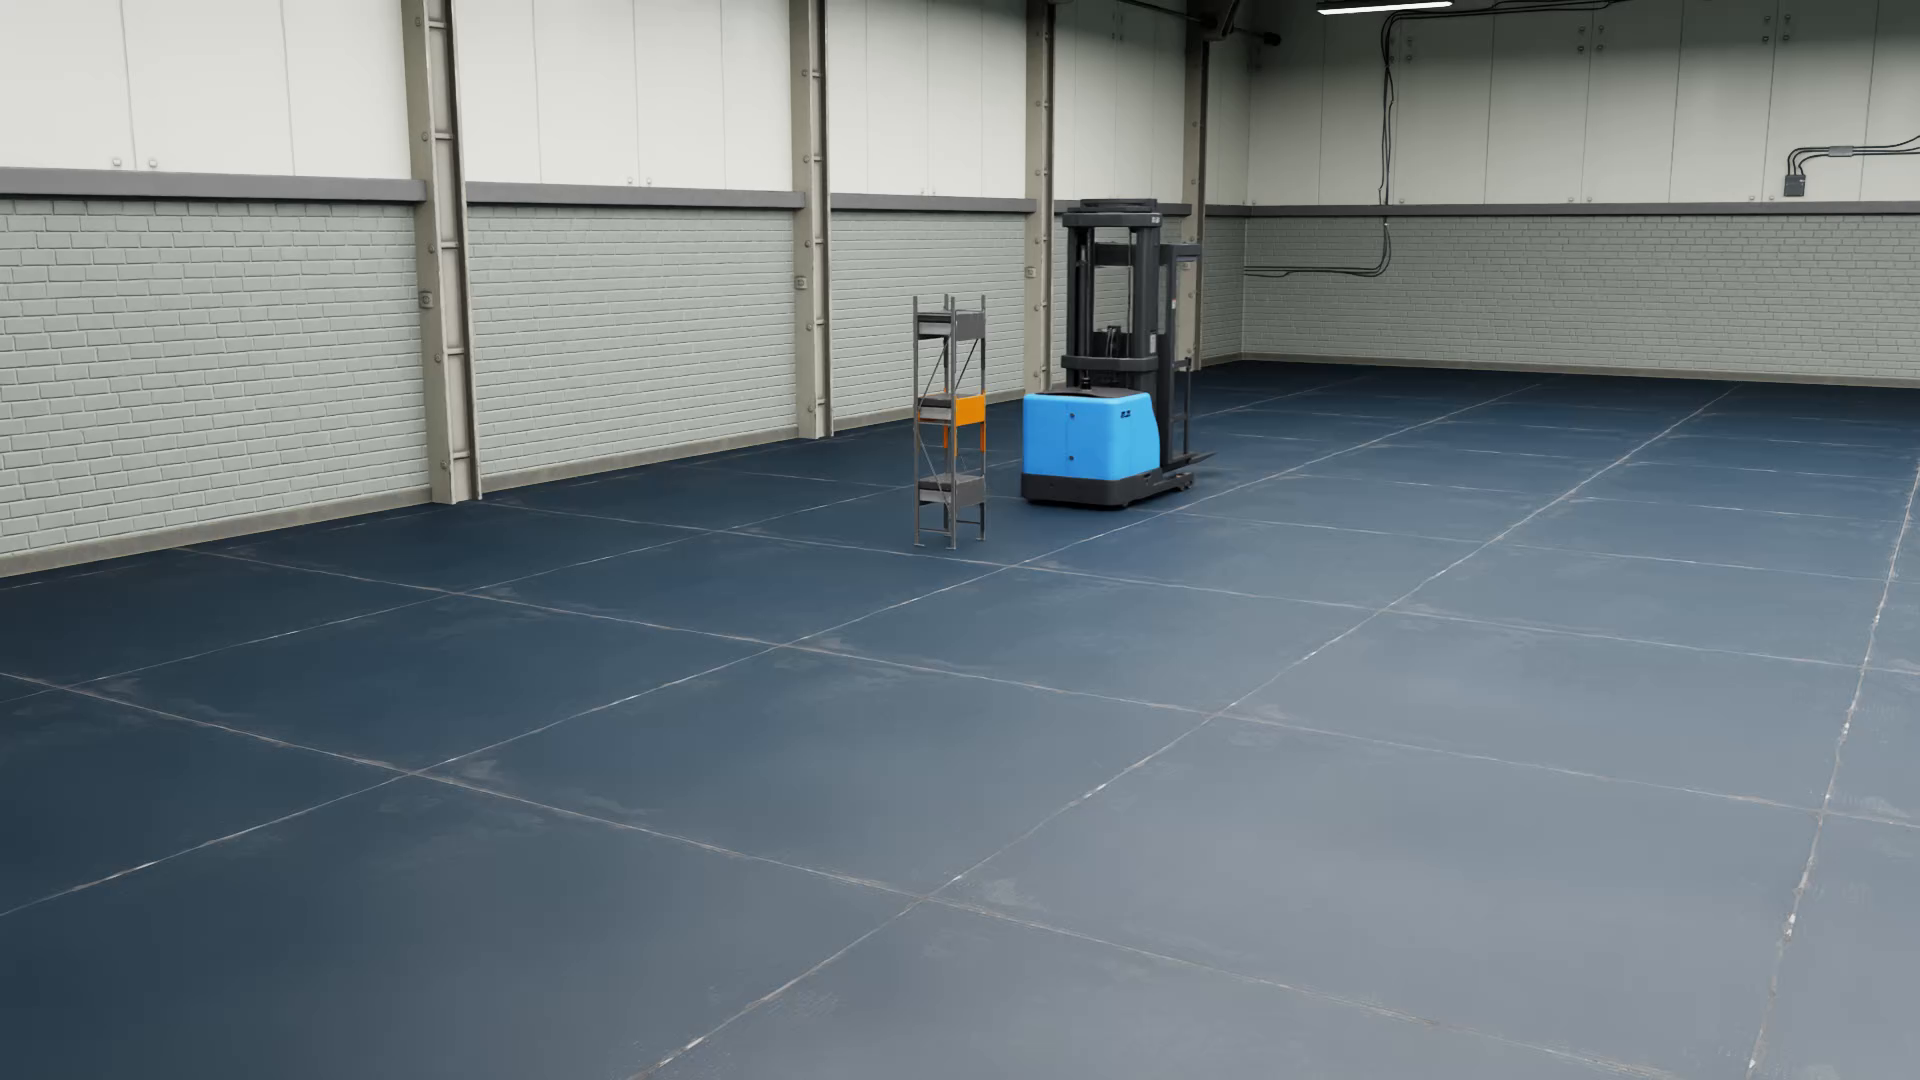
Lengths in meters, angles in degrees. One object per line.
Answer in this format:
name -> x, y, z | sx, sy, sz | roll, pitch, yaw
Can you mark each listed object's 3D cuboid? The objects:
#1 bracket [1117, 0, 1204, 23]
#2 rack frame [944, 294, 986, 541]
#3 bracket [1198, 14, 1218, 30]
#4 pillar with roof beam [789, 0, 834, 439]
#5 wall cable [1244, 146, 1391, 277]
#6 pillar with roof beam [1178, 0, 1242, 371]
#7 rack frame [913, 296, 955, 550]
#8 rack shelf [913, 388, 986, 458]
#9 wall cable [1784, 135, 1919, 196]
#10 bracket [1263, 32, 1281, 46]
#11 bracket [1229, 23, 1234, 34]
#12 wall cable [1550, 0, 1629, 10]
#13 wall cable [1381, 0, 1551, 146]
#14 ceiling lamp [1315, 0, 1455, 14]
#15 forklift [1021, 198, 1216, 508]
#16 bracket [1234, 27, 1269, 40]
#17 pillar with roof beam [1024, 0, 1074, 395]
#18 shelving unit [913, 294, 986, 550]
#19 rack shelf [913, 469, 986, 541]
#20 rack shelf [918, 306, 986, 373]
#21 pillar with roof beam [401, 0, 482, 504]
bracket -> 3.108, -8.913, 27.739 | 0.076, 0.066, 4.783 | 6, 12, 31
rack frame -> 0.041, -1.044, 14.241 | 0.400, 2.100, 0.015 | 6, 12, 31
bracket -> 4.445, -9.318, 29.904 | 0.235, 0.232, 0.430 | 6, 12, 31
pillar with roof beam -> 1.807, -5.349, 18.487 | 9.100, 9.000, 0.400 | 6, 12, 31
wall cable -> 7.017, -6.458, 32.851 | 3.097, 2.526, 0.112 | 6, 12, 31
pillar with roof beam -> 8.037, -7.236, 28.568 | 9.100, 9.000, 0.548 | 6, 12, 31
rack frame -> -0.213, -0.968, 13.831 | 0.400, 2.100, 0.015 | 6, 12, 31
rack shelf -> -0.086, -0.993, 14.039 | 0.431, 0.518, 0.480 | 6, 12, 31
wall cable -> 15.123, -8.747, 27.394 | 2.305, 6.003, 0.169 | 6, 12, 31
bracket -> 6.107, -9.821, 32.592 | 0.235, 0.232, 0.430 | 6, 12, 31
bracket -> 4.876, -9.448, 30.601 | 0.235, 0.232, 0.430 | 6, 12, 31
wall cable -> 11.974, -10.622, 29.008 | 3.097, 2.526, 0.112 | 6, 12, 31
wall cable -> 9.329, -8.682, 31.005 | 3.097, 2.526, 0.112 | 6, 12, 31
ceiling lamp -> 6.411, -9.455, 24.558 | 2.000, 3.185, 0.800 | 6, 12, 31
forklift -> 1.771, -1.978, 16.968 | 1.130, 2.935, 3.031 | 6, 12, 30
bracket -> 5.800, -9.728, 32.096 | 0.076, 0.066, 3.189 | 6, 12, 31
pillar with roof beam -> 4.922, -6.293, 23.528 | 9.100, 9.000, 0.548 | 6, 12, 31
shelving unit -> -0.086, -1.006, 14.036 | 0.431, 2.100, 0.503 | 6, 12, 31
rack shelf -> -0.086, -0.305, 14.168 | 0.431, 0.518, 0.480 | 6, 12, 31
rack shelf -> -0.086, -1.681, 13.910 | 0.431, 0.518, 0.480 | 6, 12, 31
pillar with roof beam -> -1.308, -4.406, 13.447 | 9.100, 9.000, 0.400 | 6, 12, 31
